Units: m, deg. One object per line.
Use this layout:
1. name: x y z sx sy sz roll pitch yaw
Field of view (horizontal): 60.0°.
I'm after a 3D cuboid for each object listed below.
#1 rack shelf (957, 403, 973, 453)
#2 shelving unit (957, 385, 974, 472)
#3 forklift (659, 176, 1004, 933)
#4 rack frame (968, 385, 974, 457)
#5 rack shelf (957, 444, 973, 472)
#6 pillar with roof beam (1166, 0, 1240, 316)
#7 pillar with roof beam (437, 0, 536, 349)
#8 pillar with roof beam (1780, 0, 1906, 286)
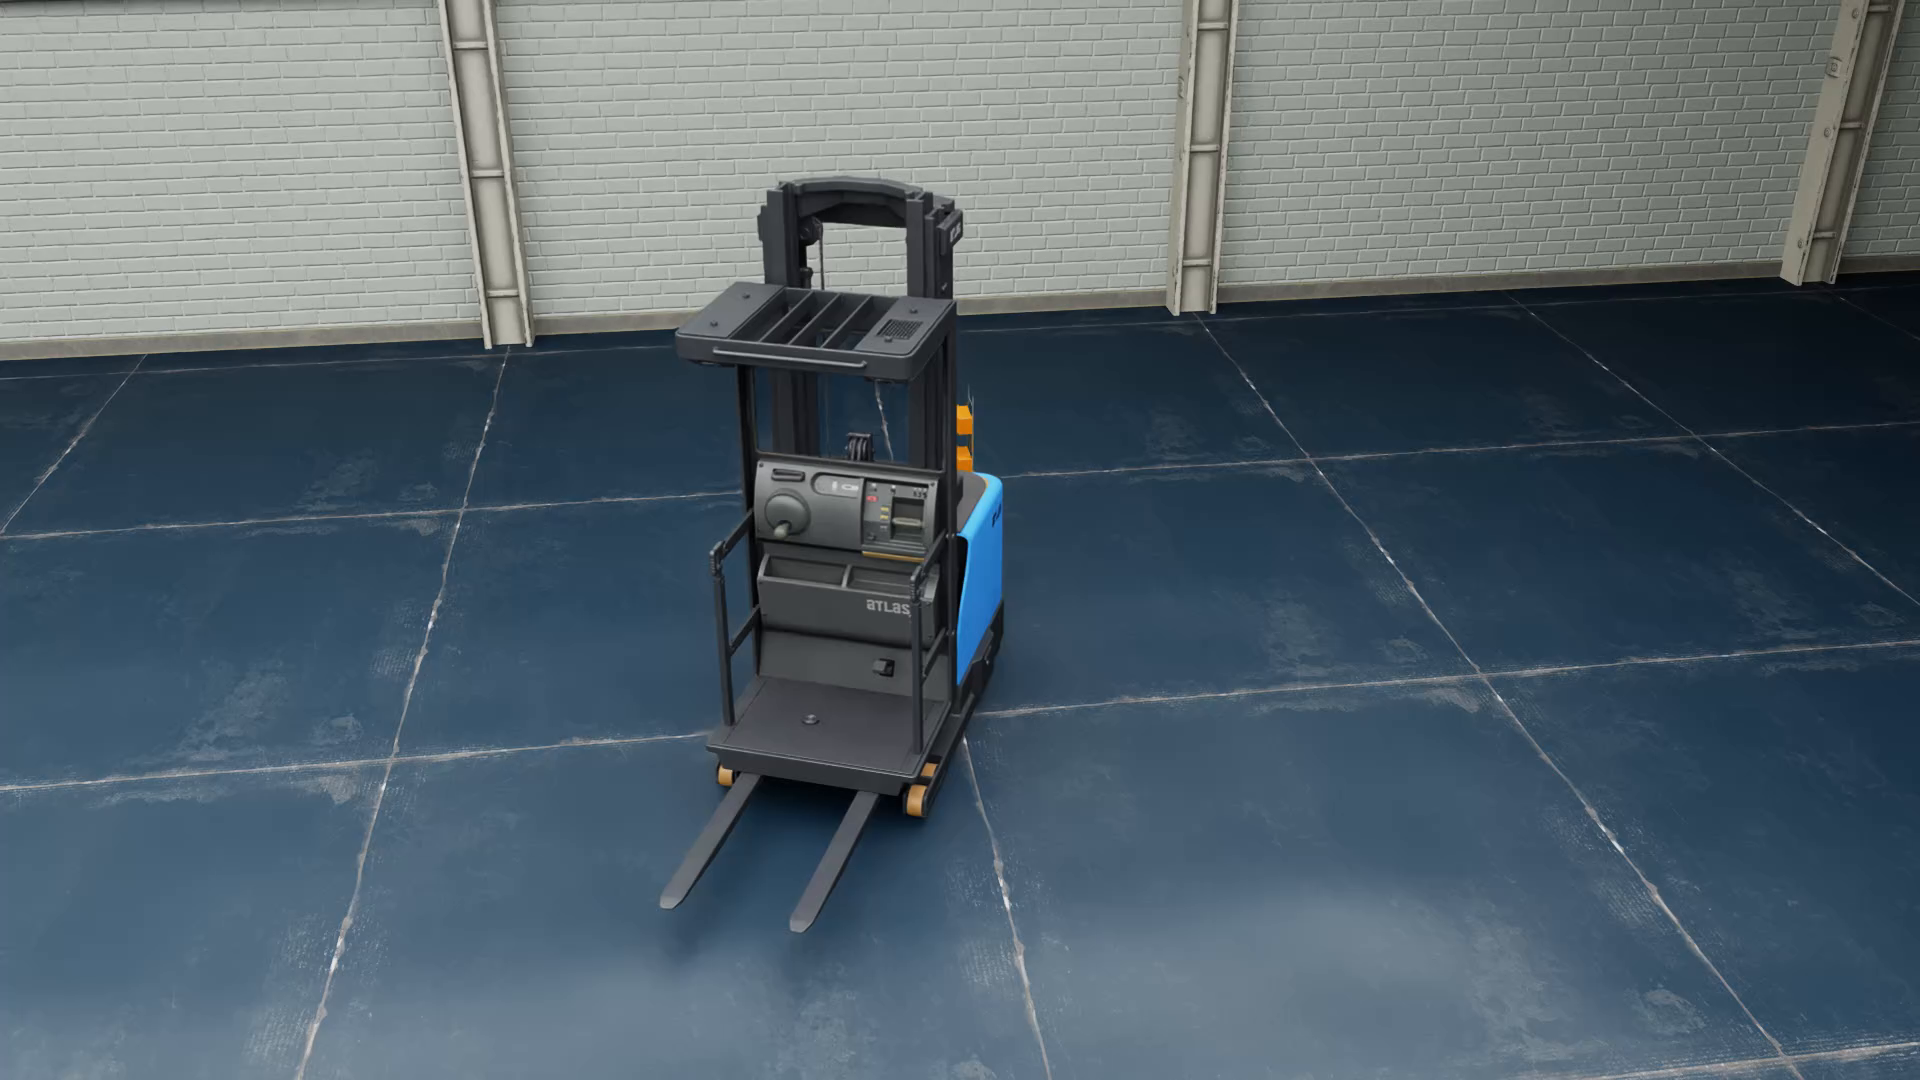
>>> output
1. rack shelf: -0.053 -0.707 10.581 0.240 0.259 0.215 -4 27 -7
2. shelving unit: -0.053 -0.464 10.706 0.252 1.050 0.215 -4 27 -7
3. forklift: -0.615 -0.121 7.977 1.130 2.935 3.031 7 28 13
4. rack frame: 0.068 -0.471 10.721 0.008 1.050 0.200 -4 27 -7
5. rack shelf: -0.053 -0.454 10.711 0.240 0.259 0.215 -4 27 -7
6. pillar with roof beam: 2.682 -4.146 9.176 0.400 9.000 9.100 -4 27 -7
7. pillar with roof beam: -3.259 -3.764 8.432 0.400 9.000 9.100 -4 27 -7
8. pillar with roof beam: 8.624 -4.528 9.919 0.400 9.000 9.100 -4 27 -7
